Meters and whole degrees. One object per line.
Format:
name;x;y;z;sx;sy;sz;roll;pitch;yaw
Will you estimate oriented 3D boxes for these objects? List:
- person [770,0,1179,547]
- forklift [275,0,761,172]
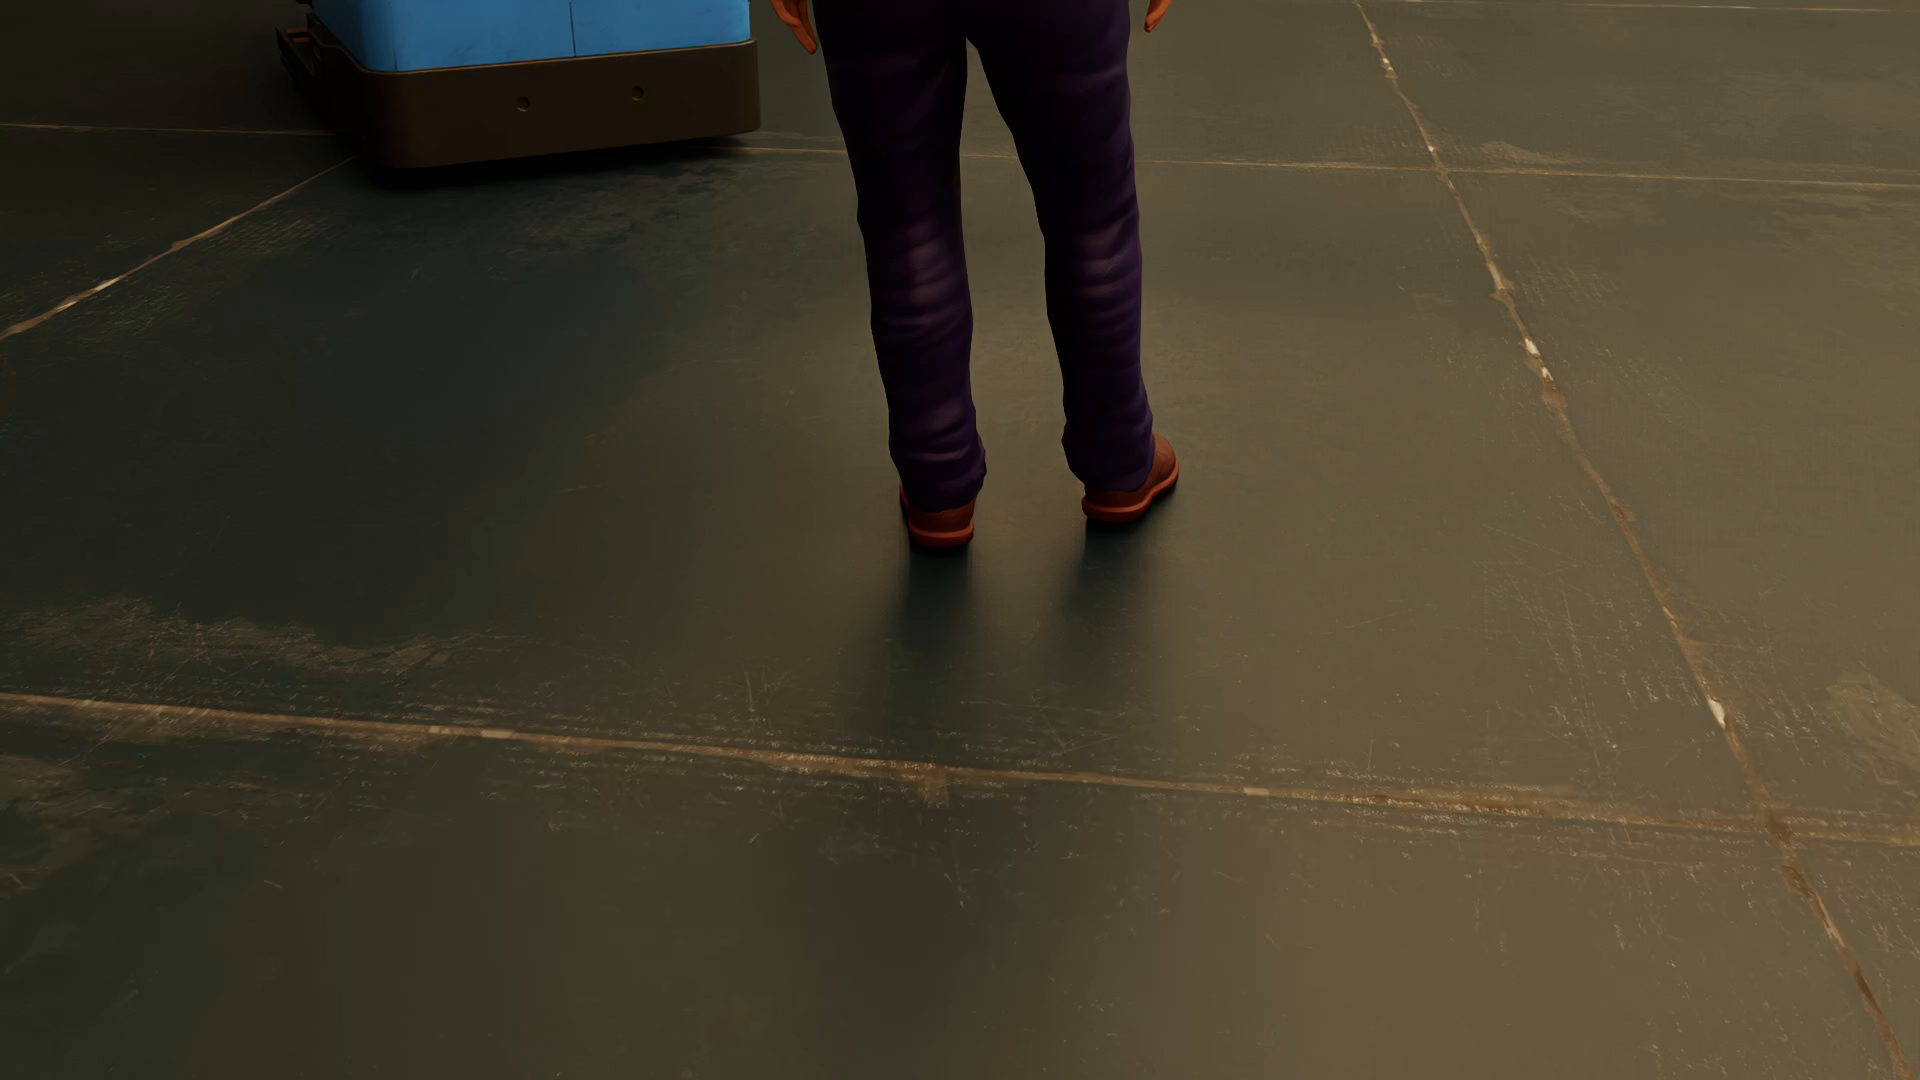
person;0.039;-0.782;2.205;0.589;1.650;0.503;3;27;7
forklift;-1.666;-2.883;4.996;1.130;2.935;3.031;-13;29;-24
